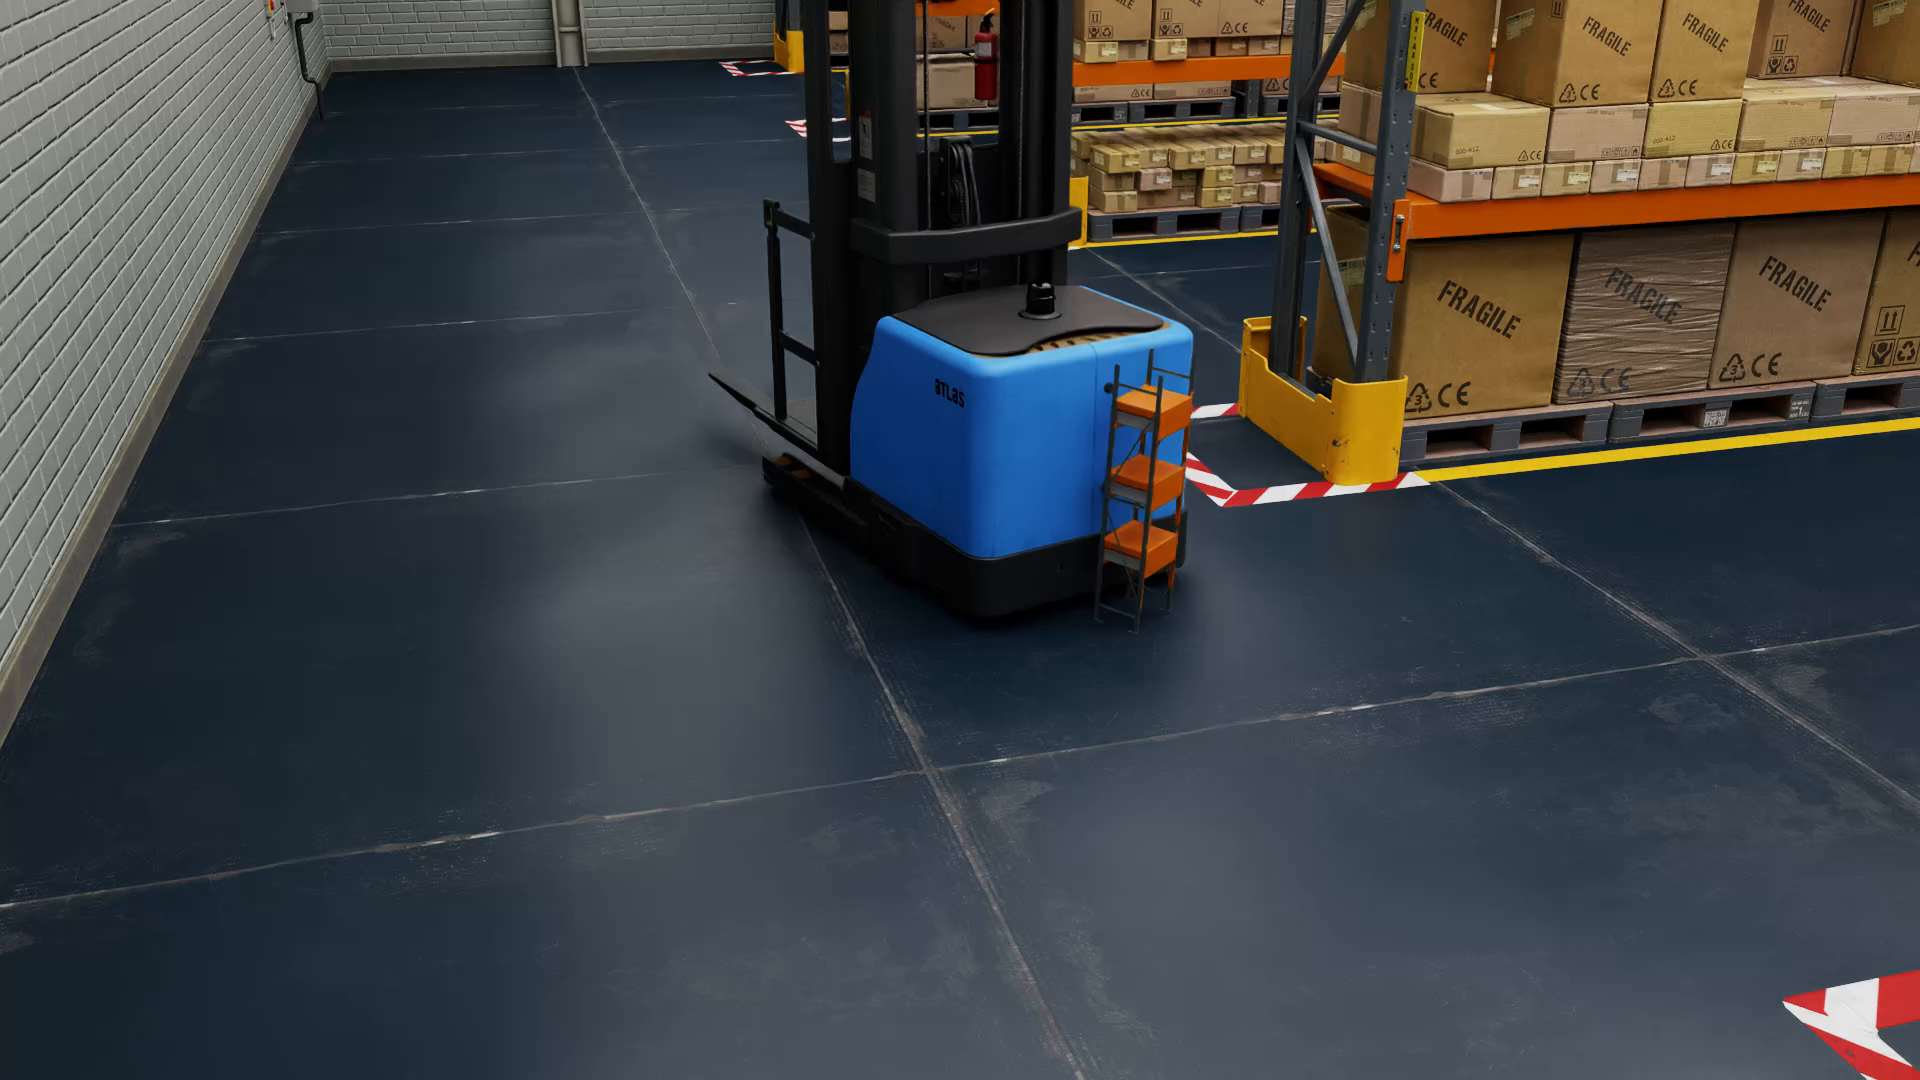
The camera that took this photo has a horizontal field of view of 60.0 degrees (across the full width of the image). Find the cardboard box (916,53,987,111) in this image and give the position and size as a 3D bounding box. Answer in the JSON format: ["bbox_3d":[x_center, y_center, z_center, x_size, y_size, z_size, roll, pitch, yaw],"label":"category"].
[{"bbox_3d":[-0.265,-4.756,17.246,0.875,0.438,0.875,-7,24,-16],"label":"cardboard box"}]

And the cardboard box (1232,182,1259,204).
[{"bbox_3d":[2.115,-2.717,12.862,0.250,0.149,0.380,-6,24,-14],"label":"cardboard box"}]

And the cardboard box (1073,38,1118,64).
[{"bbox_3d":[0.962,-3.558,12.056,0.250,0.149,0.380,-7,24,-15],"label":"cardboard box"}]

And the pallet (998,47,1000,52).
[{"bbox_3d":[0.972,-6.588,22.335,1.213,0.211,1.003,-6,24,-14],"label":"pallet"}]

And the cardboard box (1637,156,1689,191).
[{"bbox_3d":[3.224,-1.777,7.905,0.250,0.149,0.380,-7,24,-15],"label":"cardboard box"}]

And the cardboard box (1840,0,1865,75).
[{"bbox_3d":[4.649,-2.704,8.610,0.500,0.500,0.500,-6,24,-14],"label":"cardboard box"}]

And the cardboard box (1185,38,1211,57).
[{"bbox_3d":[1.682,-3.689,12.361,0.250,0.149,0.380,-5,24,-12],"label":"cardboard box"}]

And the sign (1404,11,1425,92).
[{"bbox_3d":[1.948,-2.092,7.124,0.005,0.325,0.100,-6,24,-14],"label":"sign"}]

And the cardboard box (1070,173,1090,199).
[{"bbox_3d":[1.012,-2.781,13.011,0.250,0.149,0.380,-6,24,-13],"label":"cardboard box"}]

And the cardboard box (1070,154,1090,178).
[{"bbox_3d":[0.992,-2.947,13.020,0.250,0.149,0.380,-7,24,-16],"label":"cardboard box"}]

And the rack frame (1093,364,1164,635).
[{"bbox_3d":[0.625,-0.137,6.223,0.200,1.050,0.008,19,30,32],"label":"rack frame"}]

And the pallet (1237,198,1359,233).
[{"bbox_3d":[2.599,-2.691,13.255,1.213,0.211,1.003,-6,24,-14],"label":"pallet"}]

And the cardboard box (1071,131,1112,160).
[{"bbox_3d":[1.002,-3.072,12.934,0.250,0.149,0.380,-6,24,-14],"label":"cardboard box"}]

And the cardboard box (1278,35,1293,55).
[{"bbox_3d":[2.450,-3.743,12.489,0.250,0.149,0.380,-5,24,-12],"label":"cardboard box"}]

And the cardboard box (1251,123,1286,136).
[{"bbox_3d":[2.513,-3.231,13.304,0.250,0.149,0.380,-6,24,-14],"label":"cardboard box"}]

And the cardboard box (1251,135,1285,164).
[{"bbox_3d":[2.419,-2.994,12.752,0.250,0.149,0.380,-6,24,-14],"label":"cardboard box"}]

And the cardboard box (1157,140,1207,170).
[{"bbox_3d":[1.668,-2.900,12.532,0.250,0.149,0.380,-6,24,-15],"label":"cardboard box"}]

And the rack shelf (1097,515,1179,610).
[{"bbox_3d":[0.685,0.085,6.436,0.215,0.259,0.240,19,30,32],"label":"rack shelf"}]

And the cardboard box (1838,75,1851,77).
[{"bbox_3d":[4.652,-2.361,8.763,0.500,0.250,0.500,-6,24,-15],"label":"cardboard box"}]

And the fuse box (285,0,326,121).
[{"bbox_3d":[-6.723,-5.243,17.300,0.414,1.711,0.539,-6,24,-14],"label":"fuse box"}]

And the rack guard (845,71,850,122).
[{"bbox_3d":[-0.896,-4.480,17.058,0.348,0.500,1.175,-6,24,-14],"label":"rack guard"}]

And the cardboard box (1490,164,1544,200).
[{"bbox_3d":[2.481,-1.694,7.713,0.250,0.149,0.380,-7,24,-15],"label":"cardboard box"}]

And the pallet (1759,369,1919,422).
[{"bbox_3d":[4.902,-0.963,9.226,1.213,0.211,1.003,-6,24,-14],"label":"pallet"}]

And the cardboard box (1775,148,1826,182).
[{"bbox_3d":[3.967,-1.859,8.098,0.250,0.149,0.380,-6,24,-14],"label":"cardboard box"}]

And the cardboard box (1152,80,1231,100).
[{"bbox_3d":[2.345,-5.047,17.925,0.875,0.438,0.875,-7,24,-15],"label":"cardboard box"}]

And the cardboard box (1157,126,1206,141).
[{"bbox_3d":[1.741,-3.156,13.130,0.250,0.149,0.380,-7,24,-16],"label":"cardboard box"}]

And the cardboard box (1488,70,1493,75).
[{"bbox_3d":[6.142,-5.658,18.795,0.875,0.875,0.875,-7,24,-15],"label":"cardboard box"}]

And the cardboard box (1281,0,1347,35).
[{"bbox_3d":[2.541,-4.059,12.403,0.500,0.500,0.500,-7,24,-16],"label":"cardboard box"}]

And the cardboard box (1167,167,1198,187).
[{"bbox_3d":[1.626,-2.809,12.697,0.250,0.149,0.380,-6,24,-14],"label":"cardboard box"}]

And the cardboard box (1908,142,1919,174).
[{"bbox_3d":[4.707,-1.941,8.288,0.250,0.149,0.380,-6,24,-13],"label":"cardboard box"}]

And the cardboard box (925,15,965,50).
[{"bbox_3d":[-0.234,-6.684,21.661,0.500,0.500,0.500,-6,24,-13],"label":"cardboard box"}]

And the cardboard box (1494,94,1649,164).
[{"bbox_3d":[2.838,-1.944,7.789,0.500,0.250,0.500,-7,24,-15],"label":"cardboard box"}]

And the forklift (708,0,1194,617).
[{"bbox_3d":[-0.261,-1.588,7.234,1.130,2.935,3.031,-13,27,-28],"label":"forklift"}]

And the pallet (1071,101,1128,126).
[{"bbox_3d":[1.048,-4.594,17.688,1.213,0.211,1.003,-6,24,-14],"label":"pallet"}]

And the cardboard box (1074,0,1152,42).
[{"bbox_3d":[1.068,-3.889,12.005,0.500,0.500,0.500,-5,24,-12],"label":"cardboard box"}]

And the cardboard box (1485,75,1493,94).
[{"bbox_3d":[2.687,-2.143,8.254,0.500,0.250,0.500,-7,24,-15],"label":"cardboard box"}]

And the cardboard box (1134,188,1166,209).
[{"bbox_3d":[1.382,-2.639,12.680,0.250,0.149,0.380,-6,24,-15],"label":"cardboard box"}]

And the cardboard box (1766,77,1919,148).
[{"bbox_3d":[4.312,-2.106,8.167,0.500,0.250,0.500,-6,24,-13],"label":"cardboard box"}]

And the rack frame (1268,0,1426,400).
[{"bbox_3d":[1.804,-1.869,7.803,0.127,3.000,1.000,-6,24,-14],"label":"rack frame"}]

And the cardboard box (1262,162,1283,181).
[{"bbox_3d":[2.382,-2.904,12.918,0.250,0.149,0.380,-5,24,-12],"label":"cardboard box"}]

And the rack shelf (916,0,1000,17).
[{"bbox_3d":[1.052,-5.514,17.209,4.000,0.370,1.077,-6,24,-14],"label":"rack shelf"}]

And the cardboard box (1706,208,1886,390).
[{"bbox_3d":[4.131,-1.376,8.815,0.875,0.875,0.875,-6,24,-14],"label":"cardboard box"}]

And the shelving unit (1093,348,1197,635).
[{"bbox_3d":[0.697,-0.176,6.314,0.215,1.050,0.252,19,30,32],"label":"shelving unit"}]

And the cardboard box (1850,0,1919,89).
[{"bbox_3d":[4.801,-2.506,8.147,0.500,0.500,0.500,-6,24,-14],"label":"cardboard box"}]
